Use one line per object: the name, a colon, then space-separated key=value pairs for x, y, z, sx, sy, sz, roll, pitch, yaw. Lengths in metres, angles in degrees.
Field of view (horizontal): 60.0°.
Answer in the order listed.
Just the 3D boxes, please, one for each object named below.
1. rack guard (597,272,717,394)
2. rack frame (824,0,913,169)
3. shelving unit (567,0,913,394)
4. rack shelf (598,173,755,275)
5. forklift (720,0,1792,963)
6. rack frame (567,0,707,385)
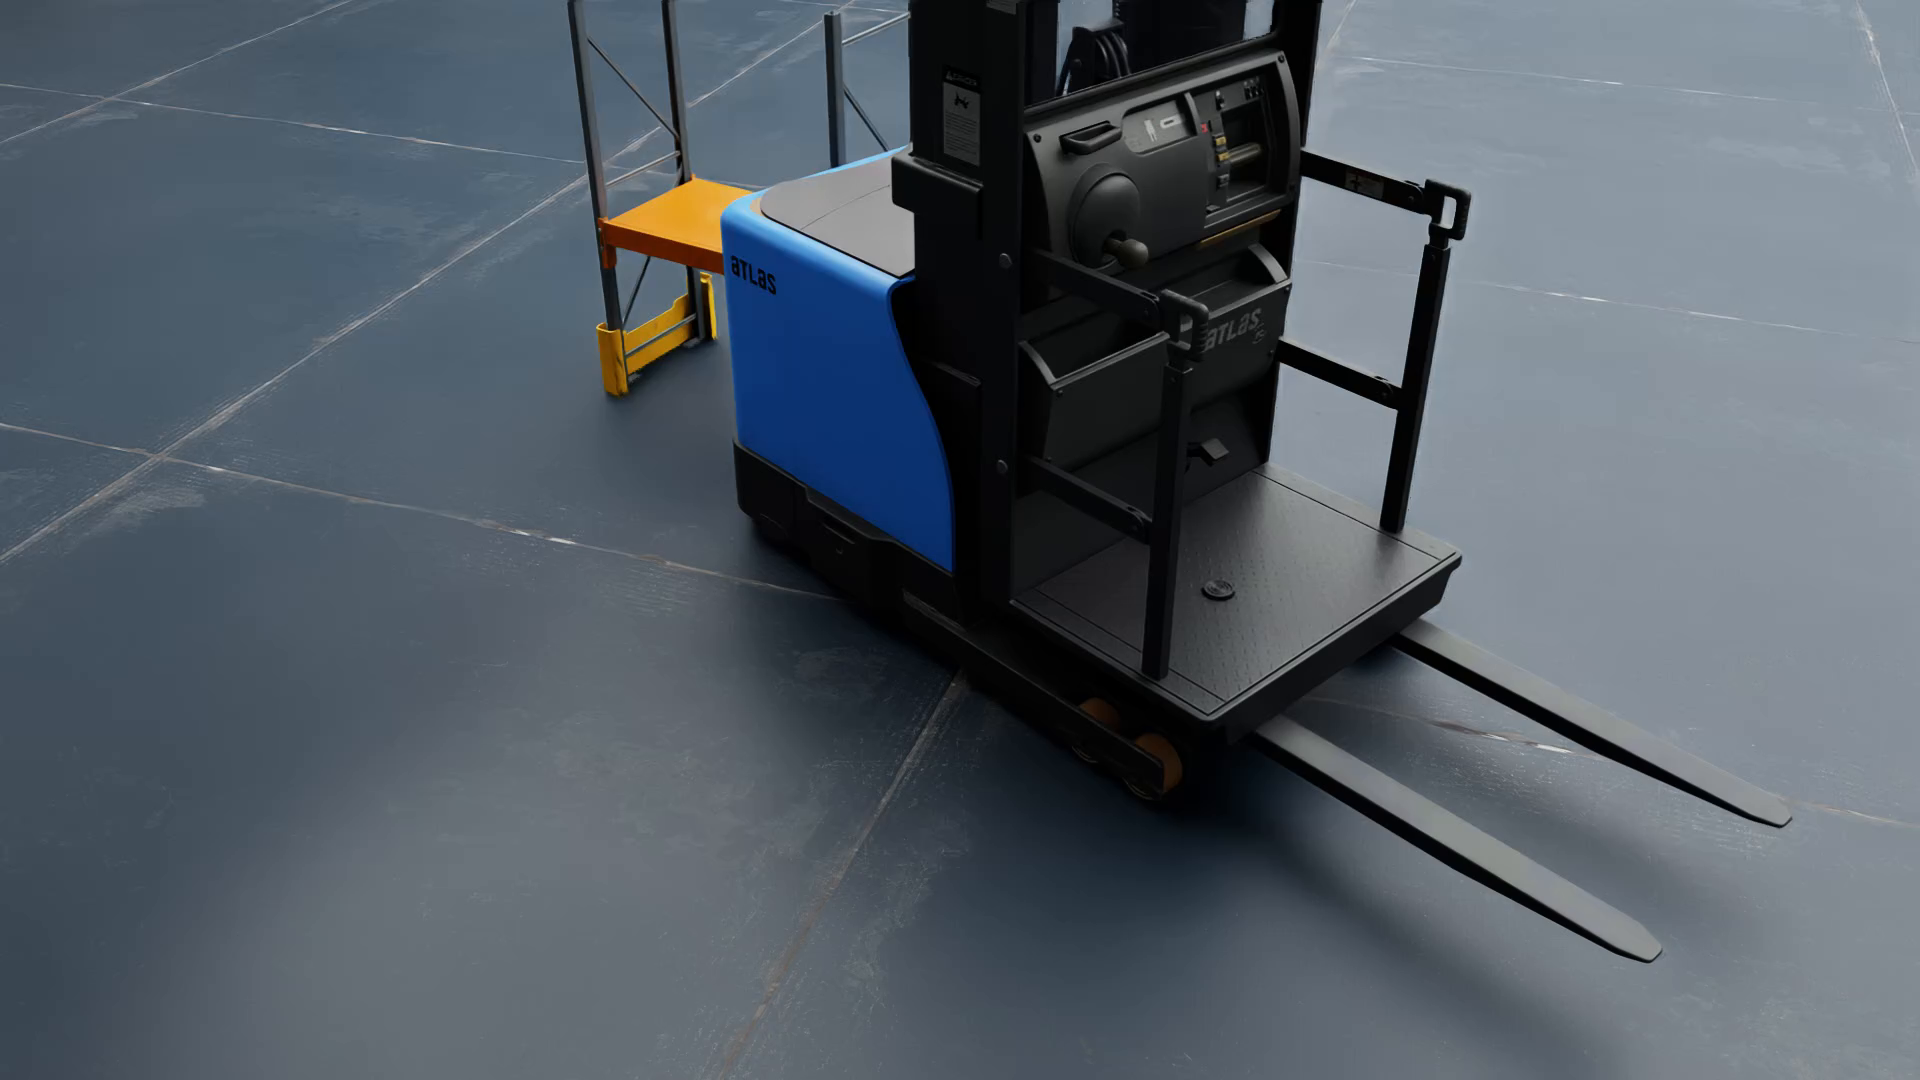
rack guard: x=-1.127 y=-0.781 z=6.229 sx=0.087 sy=0.250 sz=0.587 roll=18 pitch=37 yaw=26
rack frame: x=-0.257 y=-1.022 z=5.450 sx=0.032 sy=1.500 sz=0.500 roll=18 pitch=37 yaw=26
shelving unit: x=-0.700 y=-1.167 z=5.674 sx=1.083 sy=1.500 sz=0.587 roll=18 pitch=37 yaw=26
rack shelf: x=-0.692 y=-1.013 z=5.768 sx=1.000 sy=0.185 sz=0.538 roll=18 pitch=37 yaw=26
forklift: x=0.660 y=-0.888 z=3.923 sx=1.130 sy=2.935 sz=3.031 roll=-27 pitch=41 yaw=-35
rack frame: x=-1.128 y=-1.306 z=5.891 sx=0.032 sy=1.500 sz=0.500 roll=18 pitch=37 yaw=26
